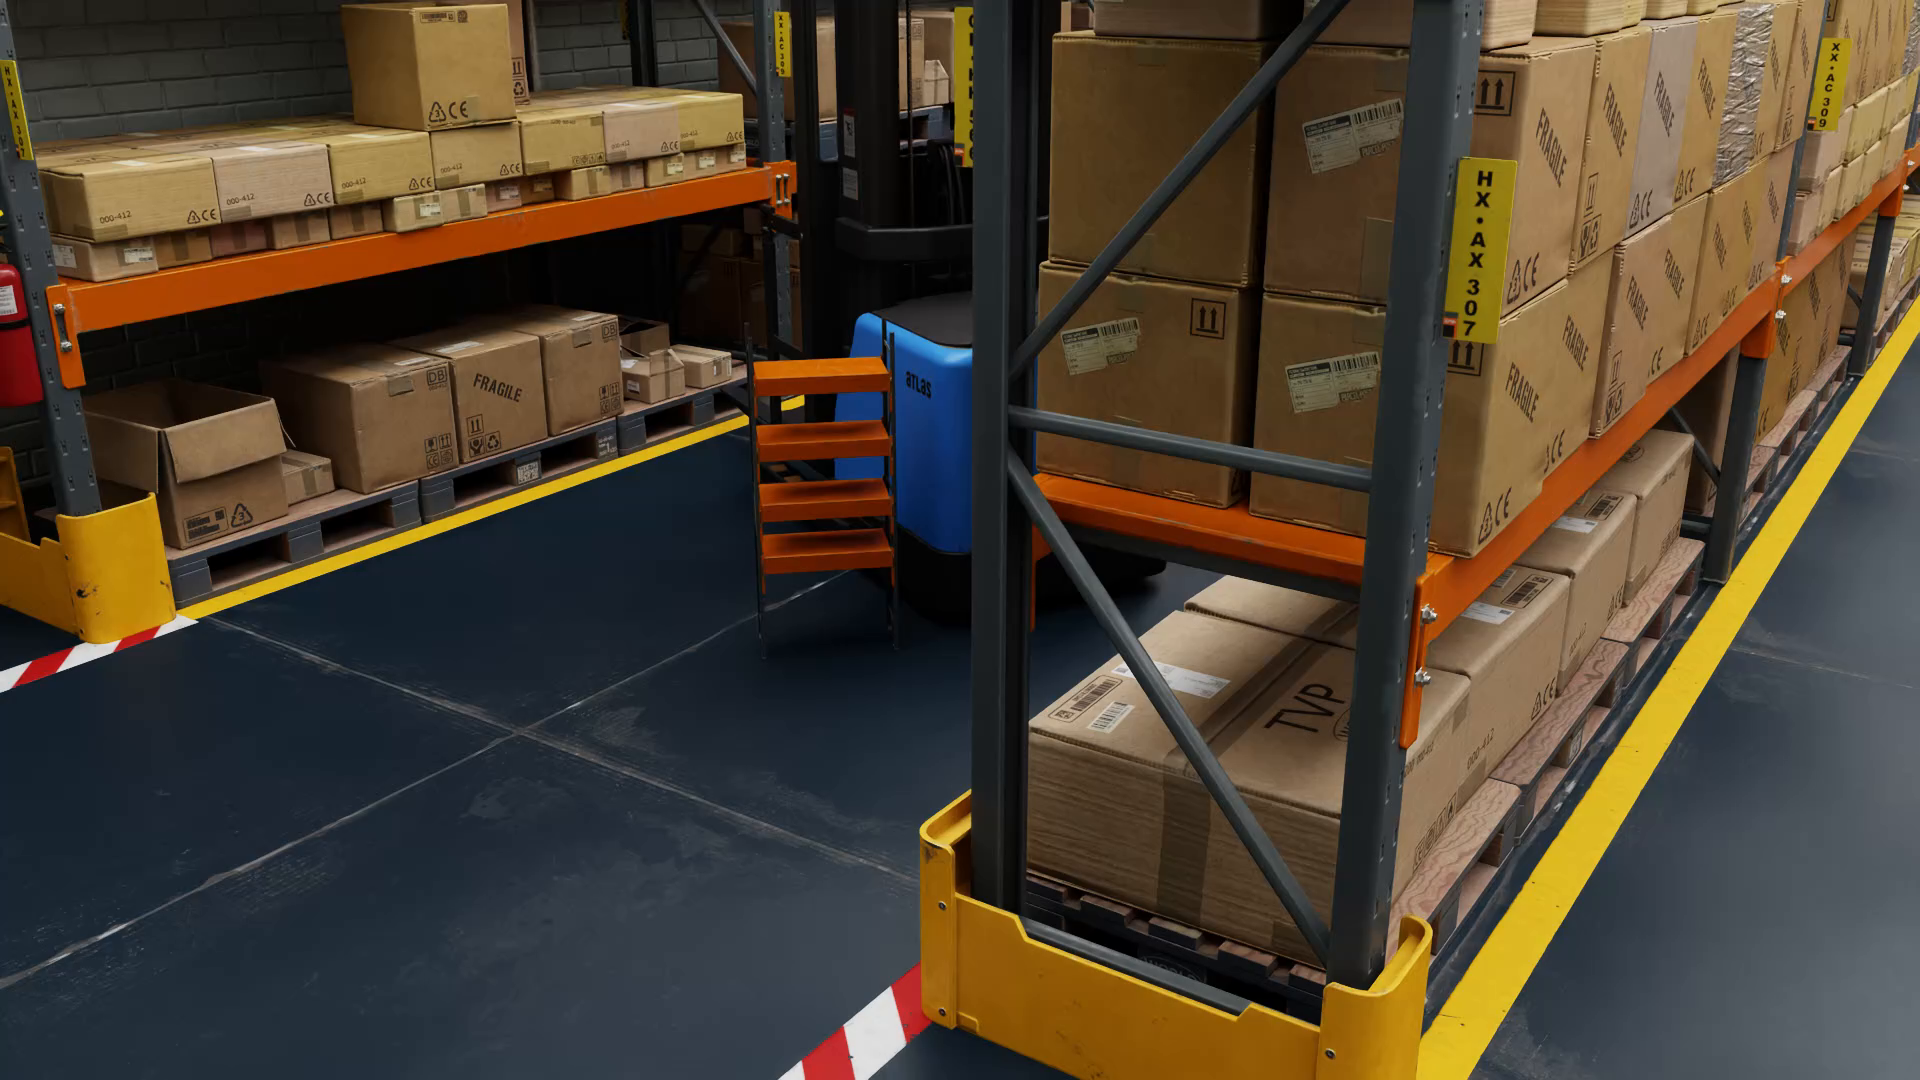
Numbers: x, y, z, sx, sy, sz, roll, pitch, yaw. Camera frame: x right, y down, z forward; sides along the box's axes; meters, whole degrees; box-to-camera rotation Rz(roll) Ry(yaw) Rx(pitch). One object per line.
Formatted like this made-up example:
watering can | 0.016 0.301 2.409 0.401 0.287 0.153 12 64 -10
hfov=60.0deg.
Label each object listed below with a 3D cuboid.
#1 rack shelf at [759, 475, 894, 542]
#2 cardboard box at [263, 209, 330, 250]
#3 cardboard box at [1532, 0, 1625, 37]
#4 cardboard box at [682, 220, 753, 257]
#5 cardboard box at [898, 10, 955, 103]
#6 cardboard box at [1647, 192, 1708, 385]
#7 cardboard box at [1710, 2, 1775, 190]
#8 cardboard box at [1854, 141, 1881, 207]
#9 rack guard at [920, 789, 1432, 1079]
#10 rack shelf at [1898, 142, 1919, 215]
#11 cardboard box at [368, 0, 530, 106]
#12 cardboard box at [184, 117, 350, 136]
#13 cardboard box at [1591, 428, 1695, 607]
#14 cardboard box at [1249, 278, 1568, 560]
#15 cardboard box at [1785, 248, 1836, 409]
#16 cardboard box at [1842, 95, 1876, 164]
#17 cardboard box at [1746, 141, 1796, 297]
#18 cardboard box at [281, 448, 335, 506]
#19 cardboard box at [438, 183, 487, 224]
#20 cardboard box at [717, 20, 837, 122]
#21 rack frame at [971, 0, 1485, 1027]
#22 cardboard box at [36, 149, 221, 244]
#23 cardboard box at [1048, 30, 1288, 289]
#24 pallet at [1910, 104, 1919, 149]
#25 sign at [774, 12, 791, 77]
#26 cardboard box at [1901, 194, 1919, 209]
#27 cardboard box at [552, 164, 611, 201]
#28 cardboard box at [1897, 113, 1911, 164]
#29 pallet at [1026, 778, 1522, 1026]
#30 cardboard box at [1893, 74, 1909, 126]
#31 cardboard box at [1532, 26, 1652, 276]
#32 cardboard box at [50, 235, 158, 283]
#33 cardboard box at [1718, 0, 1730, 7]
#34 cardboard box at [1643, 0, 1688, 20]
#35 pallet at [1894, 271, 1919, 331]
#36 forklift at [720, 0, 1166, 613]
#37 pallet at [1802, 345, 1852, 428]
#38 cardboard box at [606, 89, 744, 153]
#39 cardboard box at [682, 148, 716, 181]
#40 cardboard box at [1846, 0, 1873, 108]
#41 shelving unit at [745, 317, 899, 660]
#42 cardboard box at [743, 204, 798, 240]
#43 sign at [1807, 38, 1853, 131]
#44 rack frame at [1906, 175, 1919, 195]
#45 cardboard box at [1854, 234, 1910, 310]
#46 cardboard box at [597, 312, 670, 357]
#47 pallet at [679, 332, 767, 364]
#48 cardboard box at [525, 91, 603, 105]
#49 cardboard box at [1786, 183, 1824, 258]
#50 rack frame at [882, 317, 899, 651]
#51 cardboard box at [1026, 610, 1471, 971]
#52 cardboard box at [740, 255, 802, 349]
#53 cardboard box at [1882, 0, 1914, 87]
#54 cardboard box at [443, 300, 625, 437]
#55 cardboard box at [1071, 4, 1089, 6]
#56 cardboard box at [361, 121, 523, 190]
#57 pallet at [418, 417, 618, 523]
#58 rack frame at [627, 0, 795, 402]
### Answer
rack shelf | -0.494 -0.117 6.045 0.480 0.148 0.258 -3 21 -9
cardboard box | -2.807 -1.297 6.810 0.380 0.149 0.250 14 25 33
cardboard box | 1.230 -1.192 3.643 0.380 0.149 0.250 14 25 33
cardboard box | -1.418 -1.788 9.837 0.380 0.149 0.250 12 24 30
cardboard box | -0.197 -3.010 10.329 0.700 0.500 0.500 13 24 32
cardboard box | 1.809 -0.751 4.828 0.500 0.500 0.500 14 25 34
cardboard box | 2.113 -1.365 5.046 0.500 0.500 0.500 14 24 33
cardboard box | 4.066 -1.769 7.940 0.500 0.250 0.500 13 24 31
rack guard | 0.458 0.997 3.850 1.175 0.500 0.348 13 24 32
rack shelf | 6.093 -2.714 11.316 1.077 0.370 4.000 13 24 32
cardboard box | -2.444 -2.343 7.981 0.500 0.500 0.500 13 24 30
cardboard box | -3.023 -1.691 7.301 0.500 0.250 0.500 14 25 33
cardboard box | 2.279 -0.166 6.479 0.875 0.438 0.875 13 24 31
cardboard box | 0.979 -0.311 3.638 0.500 0.500 0.500 13 24 31
cardboard box | 4.007 -1.241 8.754 0.875 0.875 0.875 14 24 32
cardboard box | 3.777 -1.860 7.466 0.500 0.250 0.500 14 24 32
cardboard box | 2.671 -1.194 6.026 0.500 0.500 0.500 14 24 32
cardboard box | -2.942 -0.281 7.204 0.380 0.149 0.250 12 24 30
cardboard box | -2.327 -1.512 7.391 0.380 0.149 0.250 14 24 33
cardboard box | -0.930 -2.636 9.319 0.700 0.500 0.500 14 24 33
rack frame | 0.472 -0.183 3.435 1.000 3.000 0.127 13 24 32
cardboard box | -3.157 -1.296 6.233 0.500 0.250 0.500 13 24 32
cardboard box | 0.546 -0.883 3.743 0.500 0.500 0.500 14 25 34
pallet | 5.282 -2.613 10.282 1.213 0.211 1.003 13 24 32
sign | -0.934 -2.600 8.721 0.100 0.325 0.005 13 24 32
cardboard box | 6.925 -2.439 12.718 0.950 0.372 0.625 14 24 33
cardboard box | -1.902 -1.732 7.985 0.380 0.149 0.250 13 24 31
cardboard box | 4.900 -2.212 9.137 0.500 0.250 0.500 12 24 30
pallet | 0.857 0.881 4.580 1.003 0.211 1.213 13 24 32
cardboard box | 4.622 -2.306 8.670 0.500 0.250 0.500 13 24 30
cardboard box | 1.262 -0.930 3.870 0.500 0.500 0.500 13 24 30
cardboard box | -3.224 -1.072 6.203 0.380 0.149 0.250 13 24 31
cardboard box | 2.040 -1.645 4.869 0.380 0.149 0.250 13 24 31
cardboard box | 1.642 -1.420 4.259 0.380 0.149 0.250 14 24 32
pallet | 6.096 -1.743 11.672 1.003 0.211 1.213 13 24 32
forklift | -0.285 -1.567 7.277 1.130 2.935 3.031 -10 23 -25
pallet | 4.464 -0.959 9.552 1.003 0.211 1.213 13 24 32
cardboard box | -1.471 -2.173 8.602 0.500 0.250 0.500 14 24 33
cardboard box | -1.486 -1.960 8.601 0.380 0.149 0.250 14 25 33
cardboard box | 3.469 -2.068 6.946 0.500 0.500 0.500 13 24 32
shelving unit | -0.494 -0.180 6.022 0.503 1.200 0.258 -3 21 -9
cardboard box | -1.015 -1.828 9.518 0.380 0.149 0.250 13 24 31
sign | 3.180 -1.666 6.082 0.100 0.325 0.005 13 24 32
rack frame | 7.218 -3.626 12.743 1.000 3.000 0.127 13 24 32
cardboard box | 5.703 -1.816 11.033 0.950 0.372 0.625 13 24 31
cardboard box | -1.954 -1.090 9.157 0.500 0.311 0.500 14 25 34
pallet | -0.961 -1.230 10.286 1.003 0.211 1.213 13 24 32
cardboard box | -2.165 -2.132 8.491 0.500 0.250 0.500 13 24 31
cardboard box | 3.186 -1.335 6.765 0.500 0.250 0.500 13 24 31
rack frame | -0.254 -0.194 6.060 0.015 1.200 0.240 -3 21 -9
cardboard box | 0.760 0.613 4.371 0.875 0.438 0.875 12 24 30
cardboard box | -0.929 -1.417 9.769 0.500 0.500 0.500 15 25 34
cardboard box | 4.329 -2.504 8.126 0.500 0.500 0.500 13 24 32
cardboard box | -2.117 -0.867 8.282 0.700 0.500 0.500 12 24 30
cardboard box | 0.932 -4.026 12.745 0.380 0.149 0.250 14 24 33
cardboard box | -2.322 -1.738 7.427 0.500 0.250 0.500 13 24 30
pallet | -2.459 -0.441 8.153 1.003 0.211 1.213 13 24 32
rack frame | -1.387 -2.297 9.151 1.000 3.000 0.127 13 24 32
